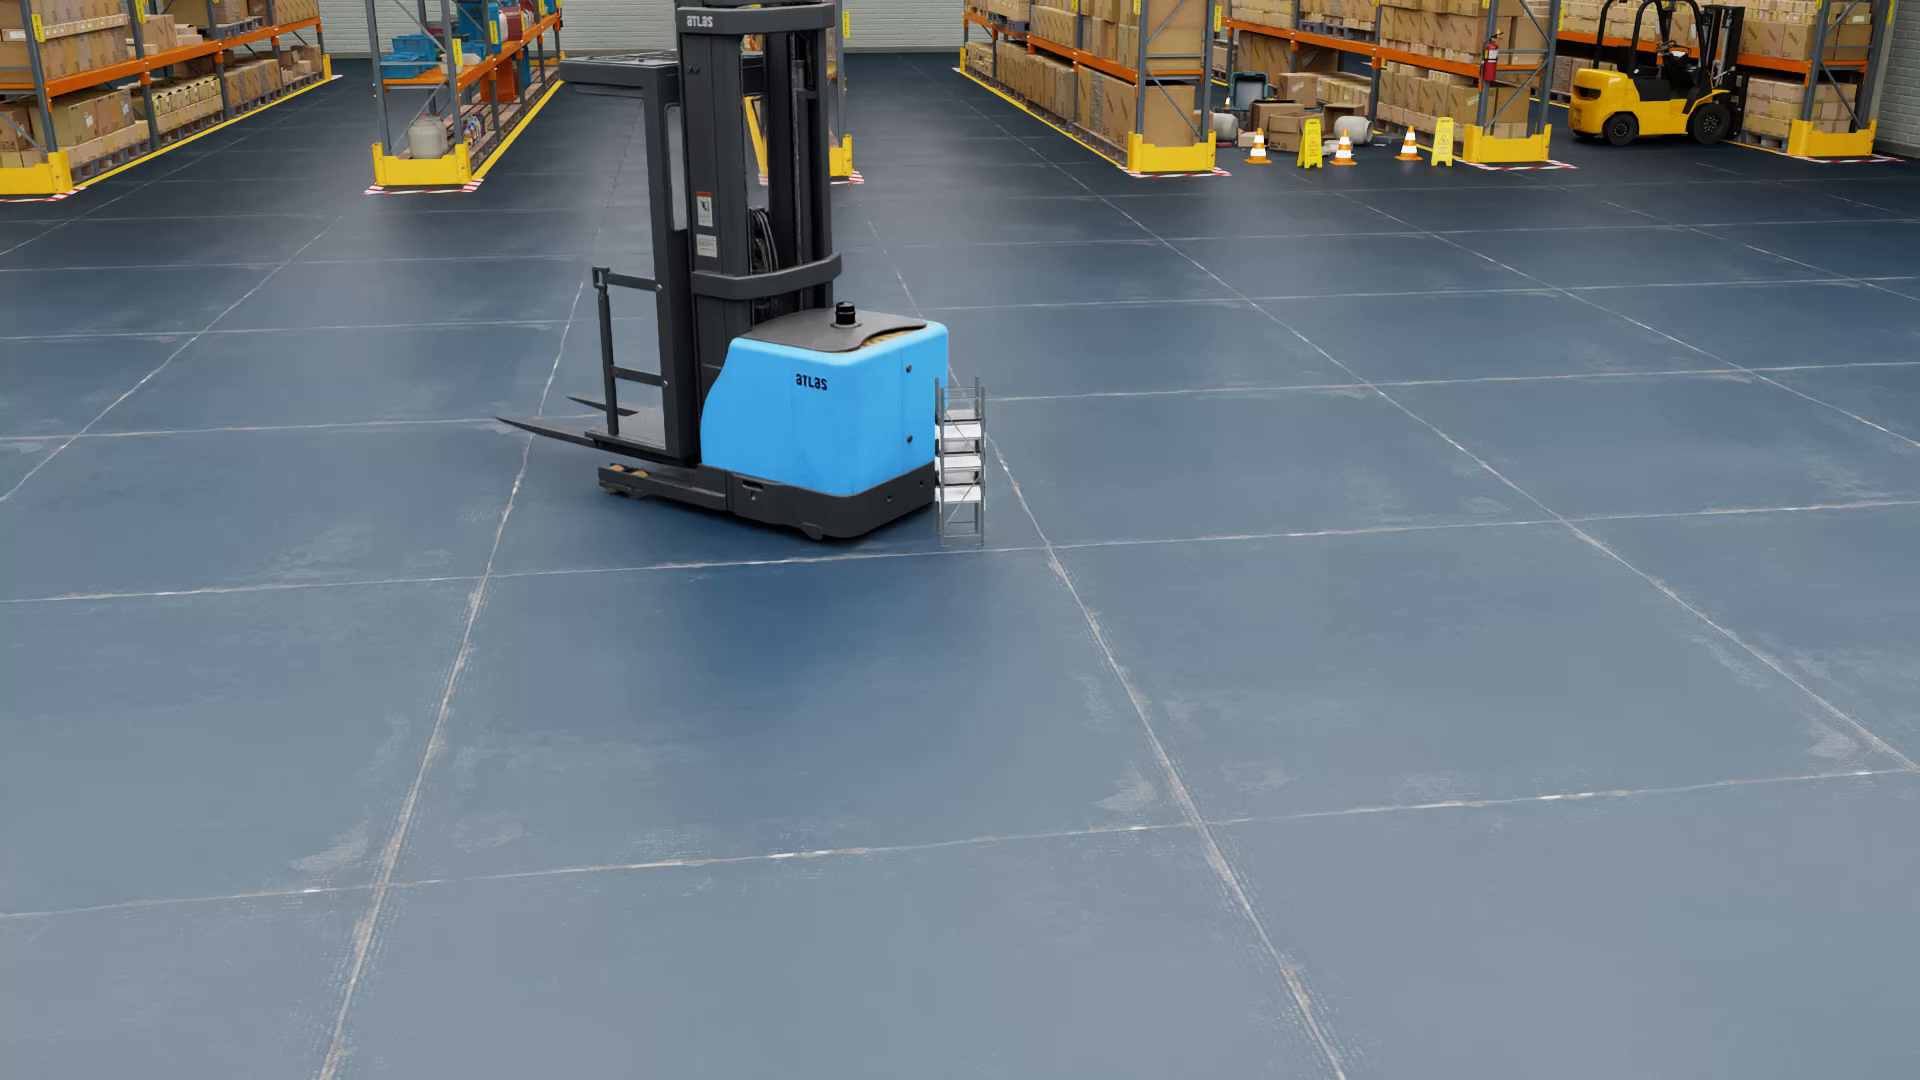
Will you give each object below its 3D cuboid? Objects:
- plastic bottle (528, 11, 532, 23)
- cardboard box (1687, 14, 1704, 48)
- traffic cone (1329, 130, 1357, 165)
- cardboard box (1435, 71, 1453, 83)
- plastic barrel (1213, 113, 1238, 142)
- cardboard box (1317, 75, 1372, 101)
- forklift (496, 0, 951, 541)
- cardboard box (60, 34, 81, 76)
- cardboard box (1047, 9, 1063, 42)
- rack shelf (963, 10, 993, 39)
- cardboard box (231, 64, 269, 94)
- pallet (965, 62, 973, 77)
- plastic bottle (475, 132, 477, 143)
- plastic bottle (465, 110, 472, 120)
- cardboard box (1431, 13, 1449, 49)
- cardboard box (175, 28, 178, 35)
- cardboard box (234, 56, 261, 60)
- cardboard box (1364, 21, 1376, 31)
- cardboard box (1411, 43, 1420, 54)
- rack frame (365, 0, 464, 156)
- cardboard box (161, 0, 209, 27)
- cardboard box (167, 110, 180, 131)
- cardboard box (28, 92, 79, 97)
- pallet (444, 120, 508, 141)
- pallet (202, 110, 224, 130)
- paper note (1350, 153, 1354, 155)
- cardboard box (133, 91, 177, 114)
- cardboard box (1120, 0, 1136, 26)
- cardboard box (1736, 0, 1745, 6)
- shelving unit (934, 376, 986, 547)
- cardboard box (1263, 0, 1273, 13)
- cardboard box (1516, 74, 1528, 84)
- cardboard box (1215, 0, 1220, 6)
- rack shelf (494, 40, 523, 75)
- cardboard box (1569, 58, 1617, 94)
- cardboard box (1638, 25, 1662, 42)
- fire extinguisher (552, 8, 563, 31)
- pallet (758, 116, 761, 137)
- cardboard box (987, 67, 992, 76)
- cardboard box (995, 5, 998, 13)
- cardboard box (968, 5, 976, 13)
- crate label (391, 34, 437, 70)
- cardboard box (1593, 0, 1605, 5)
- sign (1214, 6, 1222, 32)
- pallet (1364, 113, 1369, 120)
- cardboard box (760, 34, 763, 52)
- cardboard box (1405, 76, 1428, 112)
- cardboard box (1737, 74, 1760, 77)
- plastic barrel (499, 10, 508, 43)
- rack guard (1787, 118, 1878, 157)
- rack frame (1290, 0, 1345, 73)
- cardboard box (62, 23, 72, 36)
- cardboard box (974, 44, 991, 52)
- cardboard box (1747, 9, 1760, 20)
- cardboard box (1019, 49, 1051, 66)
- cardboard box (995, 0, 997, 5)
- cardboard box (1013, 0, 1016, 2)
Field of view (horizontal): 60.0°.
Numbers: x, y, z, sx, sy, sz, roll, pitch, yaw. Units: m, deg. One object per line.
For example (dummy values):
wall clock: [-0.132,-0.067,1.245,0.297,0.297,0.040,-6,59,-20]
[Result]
plastic bottle: [-8.205,-9.946,31.724,0.061,0.283,0.133,-3,21,-8]
cardboard box: [12.009,-8.130,26.554,0.500,0.500,0.500,-3,21,-7]
traffic cone: [5.390,-5.515,23.320,0.336,0.463,0.334,-3,21,-8]
cardboard box: [7.252,-6.832,24.552,0.380,0.149,0.250,-3,21,-7]
plastic barrel: [3.999,-6.371,25.669,0.512,0.421,0.421,12,24,30]
cardboard box: [6.810,-8.077,29.711,0.950,0.372,0.625,-3,21,-9]
forklift: [-1.556,-1.753,9.720,3.031,2.935,1.130,14,24,32]
cardboard box: [-12.033,-6.358,21.809,0.700,0.500,0.500,-3,21,-7]
cardboard box: [1.756,-8.633,27.900,0.500,0.500,0.500,-3,21,-8]
rack shelf: [0.876,-11.019,35.459,1.077,0.370,4.000,-3,21,-8]
cardboard box: [-13.073,-8.483,30.586,0.500,0.500,0.500,-3,21,-7]
pallet: [0.680,-10.432,36.846,1.003,0.211,1.213,-3,21,-8]
plastic bottle: [-6.961,-5.770,23.748,0.097,0.201,0.097,0,20,0]
plastic bottle: [-7.271,-6.178,24.627,0.144,0.351,0.185,-3,21,-8]
cardboard box: [7.290,-7.500,24.442,0.500,0.500,0.500,-3,21,-8]
cardboard box: [-13.048,-8.204,27.021,0.500,0.311,0.500,-3,21,-8]
cardboard box: [-13.925,-9.168,32.419,0.500,0.500,0.500,-3,21,-8]
cardboard box: [6.854,-8.421,27.235,0.380,0.149,0.250,-3,21,-7]
cardboard box: [7.104,-7.492,25.346,0.380,0.149,0.250,-3,21,-7]
rack frame: [-6.930,-6.043,21.110,1.000,3.000,0.127,-3,21,-8]
cardboard box: [-13.188,-9.021,28.338,0.700,0.500,0.500,-10,23,-26]
cardboard box: [-12.294,-6.418,25.441,0.500,0.250,0.500,-2,21,-6]
cardboard box: [-12.508,-5.917,23.030,0.500,0.500,0.500,-3,21,-8]
pallet: [-7.658,-6.392,26.028,1.003,0.211,1.213,-3,21,-8]
pallet: [-12.905,-6.971,27.580,1.003,0.211,1.213,-3,21,-8]
paper note: [5.672,-5.629,24.244,0.148,0.019,0.142,-11,23,-26]
cardboard box: [-12.289,-6.680,25.343,0.500,0.311,0.500,-3,21,-8]
cardboard box: [2.708,-7.401,22.986,0.875,0.550,0.550,-3,21,-8]
cardboard box: [12.182,-8.267,25.568,0.380,0.149,0.250,-3,21,-8]
shelving unit: [-0.001,-0.424,9.066,0.258,0.900,0.210,-3,21,-8]
cardboard box: [6.132,-10.235,31.833,0.500,0.250,0.500,-3,21,-9]
cardboard box: [11.200,-9.150,32.399,0.500,0.500,0.500,-3,21,-9]
cardboard box: [5.648,-11.320,35.095,0.500,0.500,0.500,-3,21,-9]
rack shelf: [-7.795,-7.784,26.798,1.077,0.370,4.000,-3,21,-8]
cardboard box: [11.714,-8.456,30.364,0.875,0.625,0.625,-2,21,-6]
cardboard box: [11.781,-8.521,27.957,0.500,0.250,0.500,-2,21,-7]
fire extinguisher: [-8.809,-11.447,36.222,0.296,0.674,0.183,-3,21,-8]
pallet: [-2.719,-6.641,26.696,1.003,0.211,1.213,-3,21,-8]
cardboard box: [0.770,-9.643,34.222,0.380,0.149,0.250,-3,21,-7]
cardboard box: [0.879,-10.313,32.301,0.380,0.149,0.250,-3,21,-7]
cardboard box: [0.373,-11.620,36.399,0.380,0.149,0.250,-4,21,-9]
crate label: [-7.463,-6.684,22.773,0.502,0.435,0.616,-3,21,-8]
cardboard box: [11.487,-9.594,29.545,0.380,0.149,0.250,-2,21,-7]
sign: [3.444,-6.977,22.259,0.100,0.325,0.005,-3,21,-8]
pallet: [7.087,-7.141,28.034,1.003,0.211,1.213,-3,21,-8]
cardboard box: [-2.272,-6.838,22.670,0.875,0.500,0.500,-3,21,-8]
cardboard box: [7.181,-6.856,25.542,0.500,0.500,0.500,-2,21,-5]
cardboard box: [12.086,-7.092,25.818,0.500,0.250,0.500,-3,21,-9]
plastic barrel: [-7.724,-8.520,27.581,0.421,0.512,0.421,0,20,0]
rack guard: [12.692,-5.865,24.206,1.175,0.500,0.348,-3,21,-8]
rack frame: [6.624,-9.563,30.533,1.000,3.000,0.127,-3,21,-8]
cardboard box: [-11.826,-6.650,21.663,0.380,0.149,0.250,-4,21,-10]
cardboard box: [0.513,-10.725,36.268,0.380,0.149,0.250,-4,21,-10]
cardboard box: [12.153,-7.944,25.129,0.380,0.149,0.250,-3,21,-7]
cardboard box: [1.383,-8.879,30.602,0.500,0.250,0.500,-3,21,-9]
cardboard box: [0.881,-10.453,32.250,0.380,0.149,0.250,-4,21,-10]
cardboard box: [1.182,-9.870,30.263,0.380,0.149,0.250,-3,21,-8]
